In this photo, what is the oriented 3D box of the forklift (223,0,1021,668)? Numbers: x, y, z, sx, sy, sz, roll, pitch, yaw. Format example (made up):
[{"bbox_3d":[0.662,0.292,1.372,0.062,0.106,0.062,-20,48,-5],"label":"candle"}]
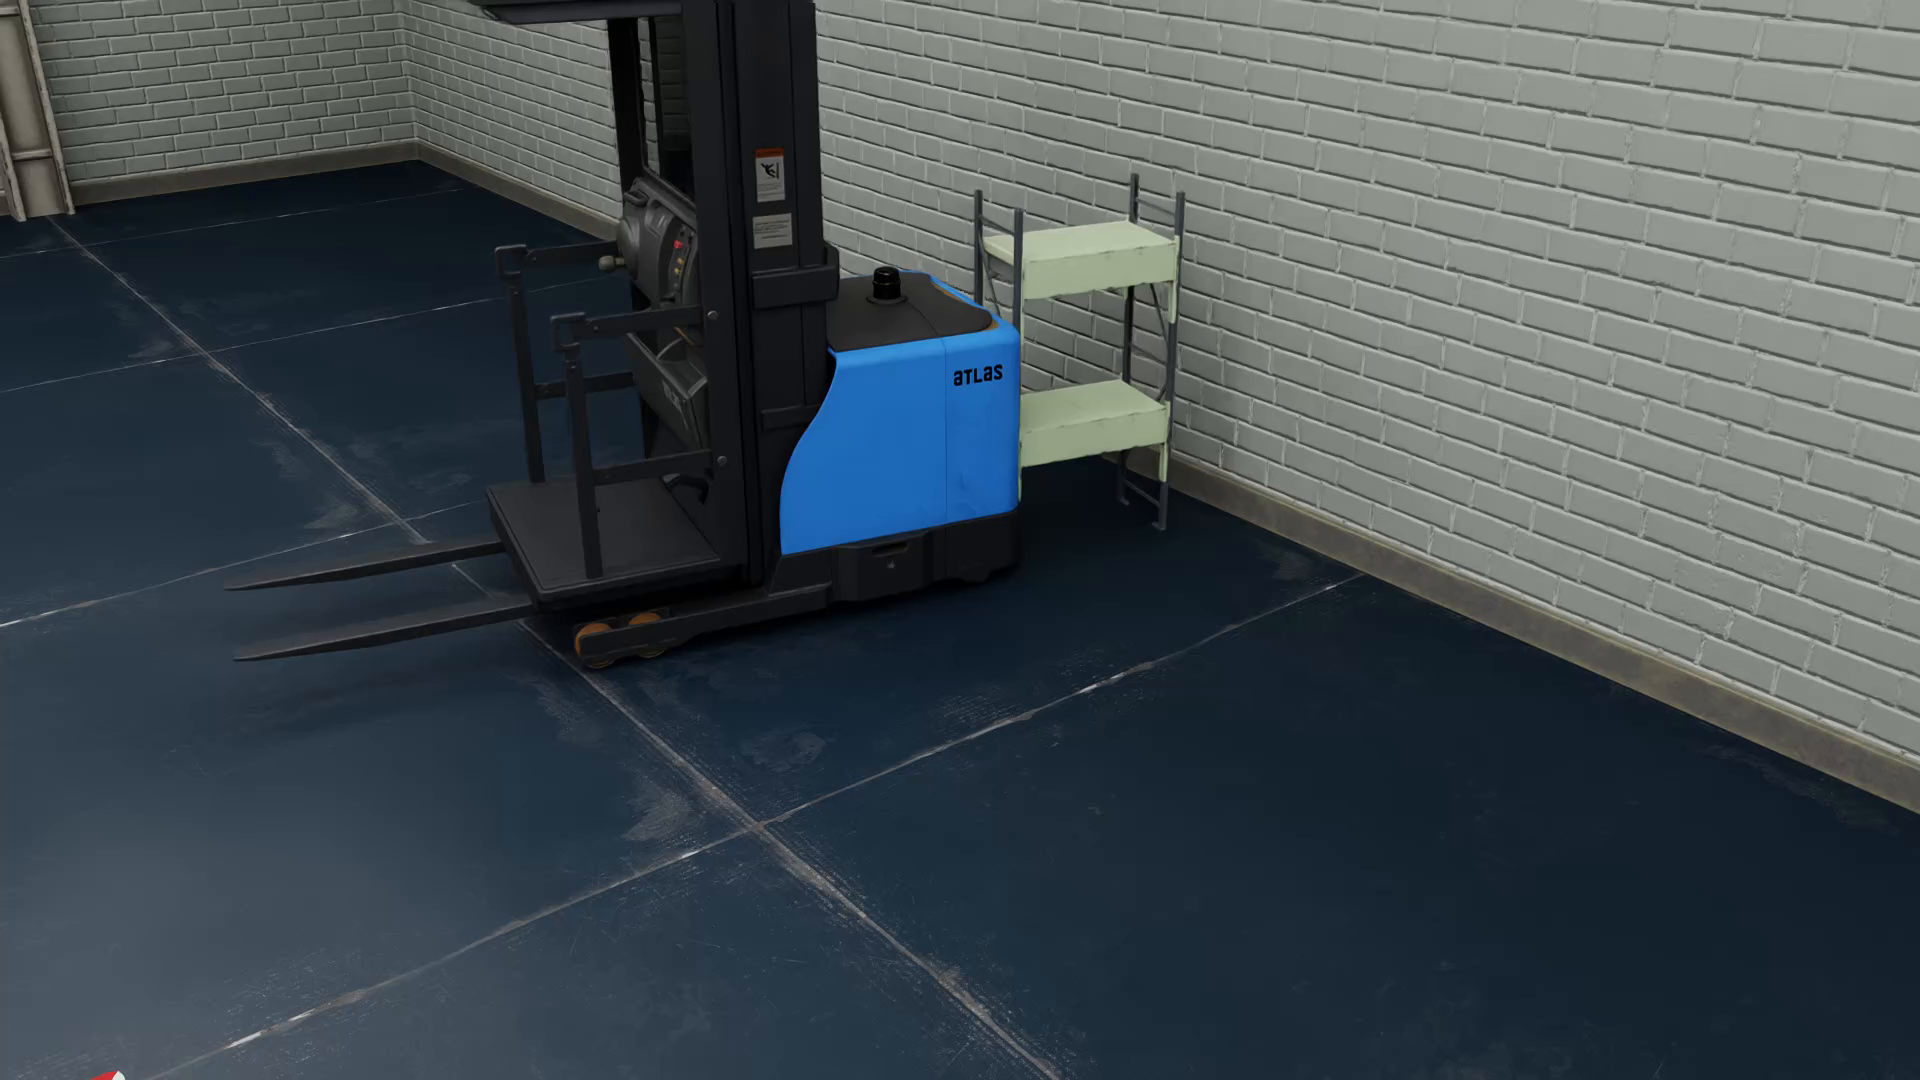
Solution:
[{"bbox_3d":[-1.308,-1.103,6.145,3.031,2.935,1.130,-11,27,-22],"label":"forklift"}]

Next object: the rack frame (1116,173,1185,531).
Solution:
[{"bbox_3d":[0.815,-0.796,7.184,0.023,1.500,0.400,-11,27,-22],"label":"rack frame"}]

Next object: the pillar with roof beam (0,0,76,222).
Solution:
[{"bbox_3d":[-4.270,-5.121,7.594,0.400,9.000,9.100,-18,31,-34],"label":"pillar with roof beam"}]

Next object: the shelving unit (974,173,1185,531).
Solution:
[{"bbox_3d":[0.483,-0.732,7.045,0.755,1.500,0.431,-11,27,-22],"label":"shelving unit"}]

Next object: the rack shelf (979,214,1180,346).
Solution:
[{"bbox_3d":[0.483,-1.086,6.881,0.720,0.370,0.431,-11,27,-22],"label":"rack shelf"}]

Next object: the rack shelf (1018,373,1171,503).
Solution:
[{"bbox_3d":[0.483,-0.436,7.182,0.720,0.370,0.431,-11,27,-22],"label":"rack shelf"}]

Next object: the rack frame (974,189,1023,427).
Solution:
[{"bbox_3d":[0.151,-0.667,6.905,0.023,1.500,0.400,-11,27,-22],"label":"rack frame"}]
